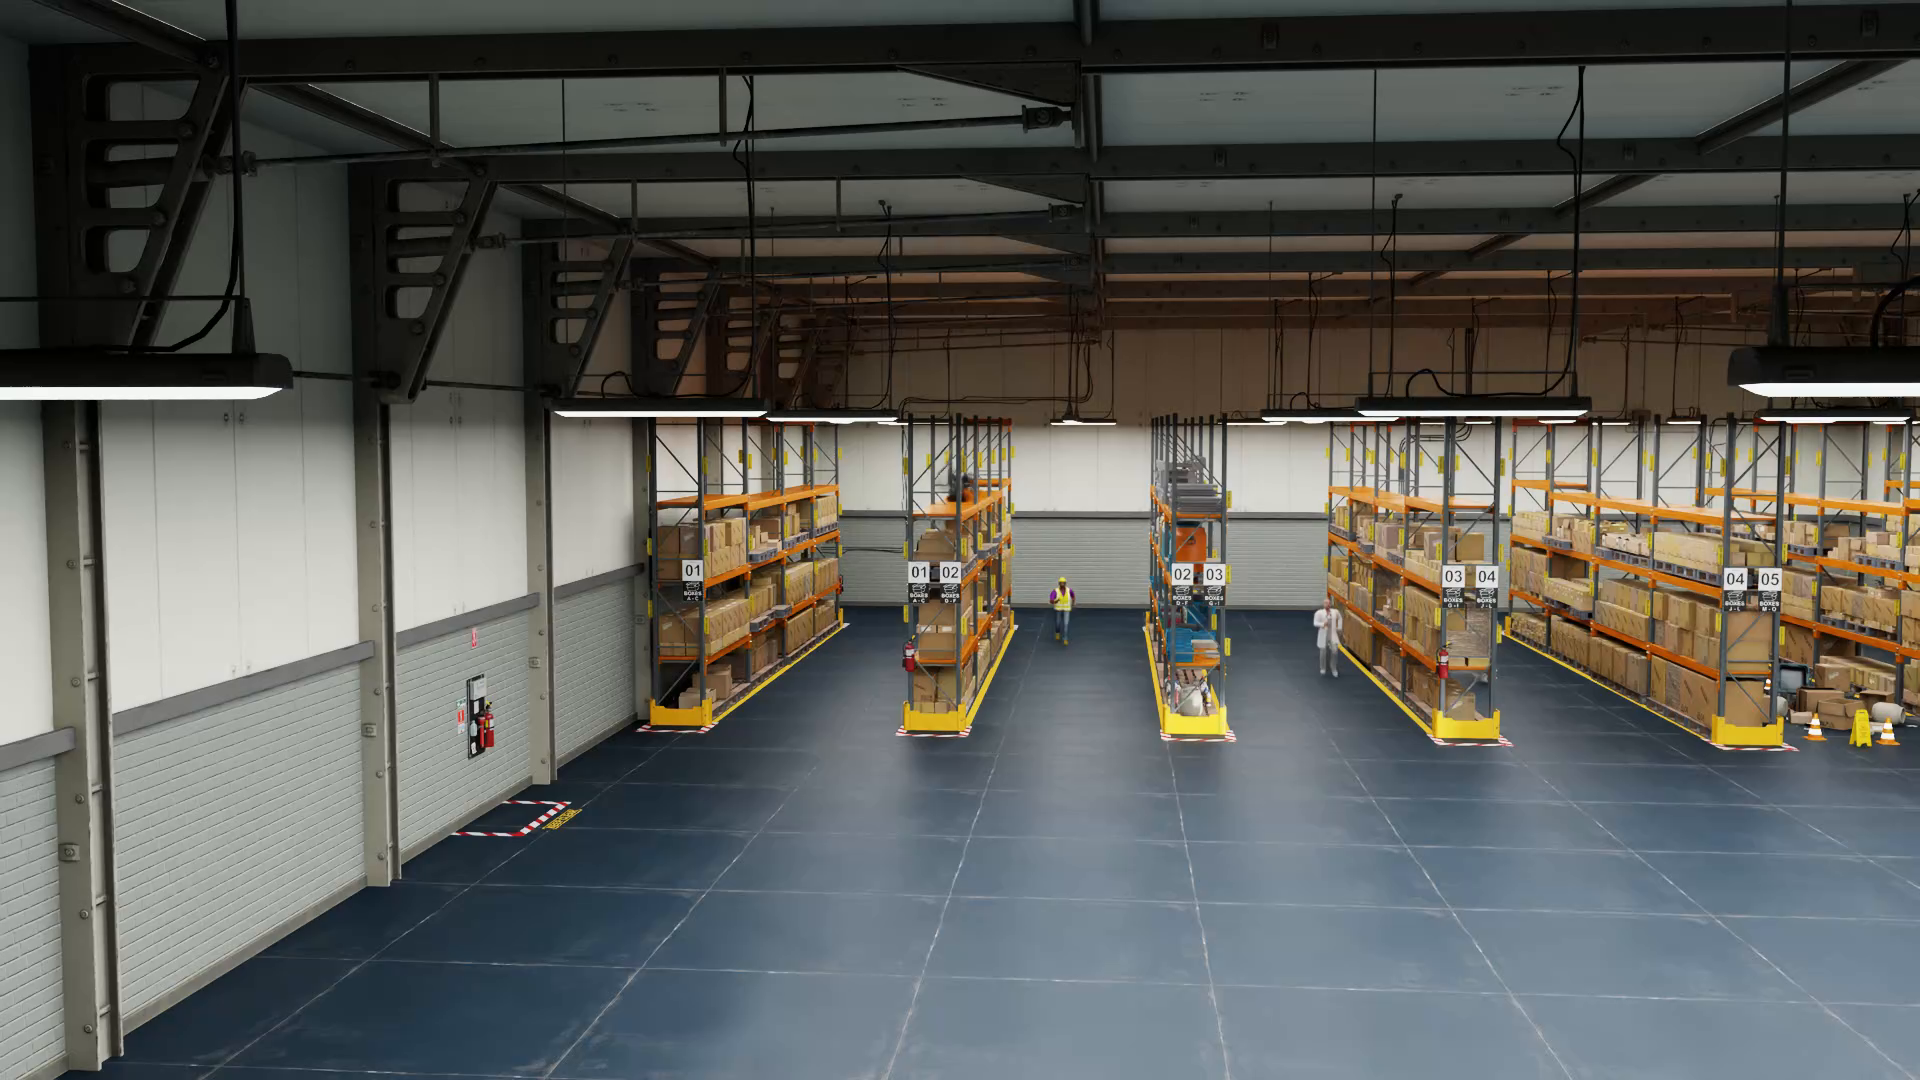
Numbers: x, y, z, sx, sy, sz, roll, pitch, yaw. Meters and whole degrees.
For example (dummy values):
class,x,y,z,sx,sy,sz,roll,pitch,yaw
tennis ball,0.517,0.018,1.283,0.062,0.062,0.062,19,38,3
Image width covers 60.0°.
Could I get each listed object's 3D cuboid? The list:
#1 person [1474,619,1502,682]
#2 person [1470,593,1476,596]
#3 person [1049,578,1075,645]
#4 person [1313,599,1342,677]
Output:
class,x,y,z,sx,sy,sz,roll,pitch,yaw
person,11.835,2.333,37.357,0.689,1.744,0.580,0,4,0
person,14.343,1.781,46.863,0.664,1.654,0.586,-2,4,-28
person,2.715,1.867,44.013,0.708,1.747,0.974,0,4,-1
person,8.494,2.266,38.371,0.698,1.830,0.780,0,4,3
